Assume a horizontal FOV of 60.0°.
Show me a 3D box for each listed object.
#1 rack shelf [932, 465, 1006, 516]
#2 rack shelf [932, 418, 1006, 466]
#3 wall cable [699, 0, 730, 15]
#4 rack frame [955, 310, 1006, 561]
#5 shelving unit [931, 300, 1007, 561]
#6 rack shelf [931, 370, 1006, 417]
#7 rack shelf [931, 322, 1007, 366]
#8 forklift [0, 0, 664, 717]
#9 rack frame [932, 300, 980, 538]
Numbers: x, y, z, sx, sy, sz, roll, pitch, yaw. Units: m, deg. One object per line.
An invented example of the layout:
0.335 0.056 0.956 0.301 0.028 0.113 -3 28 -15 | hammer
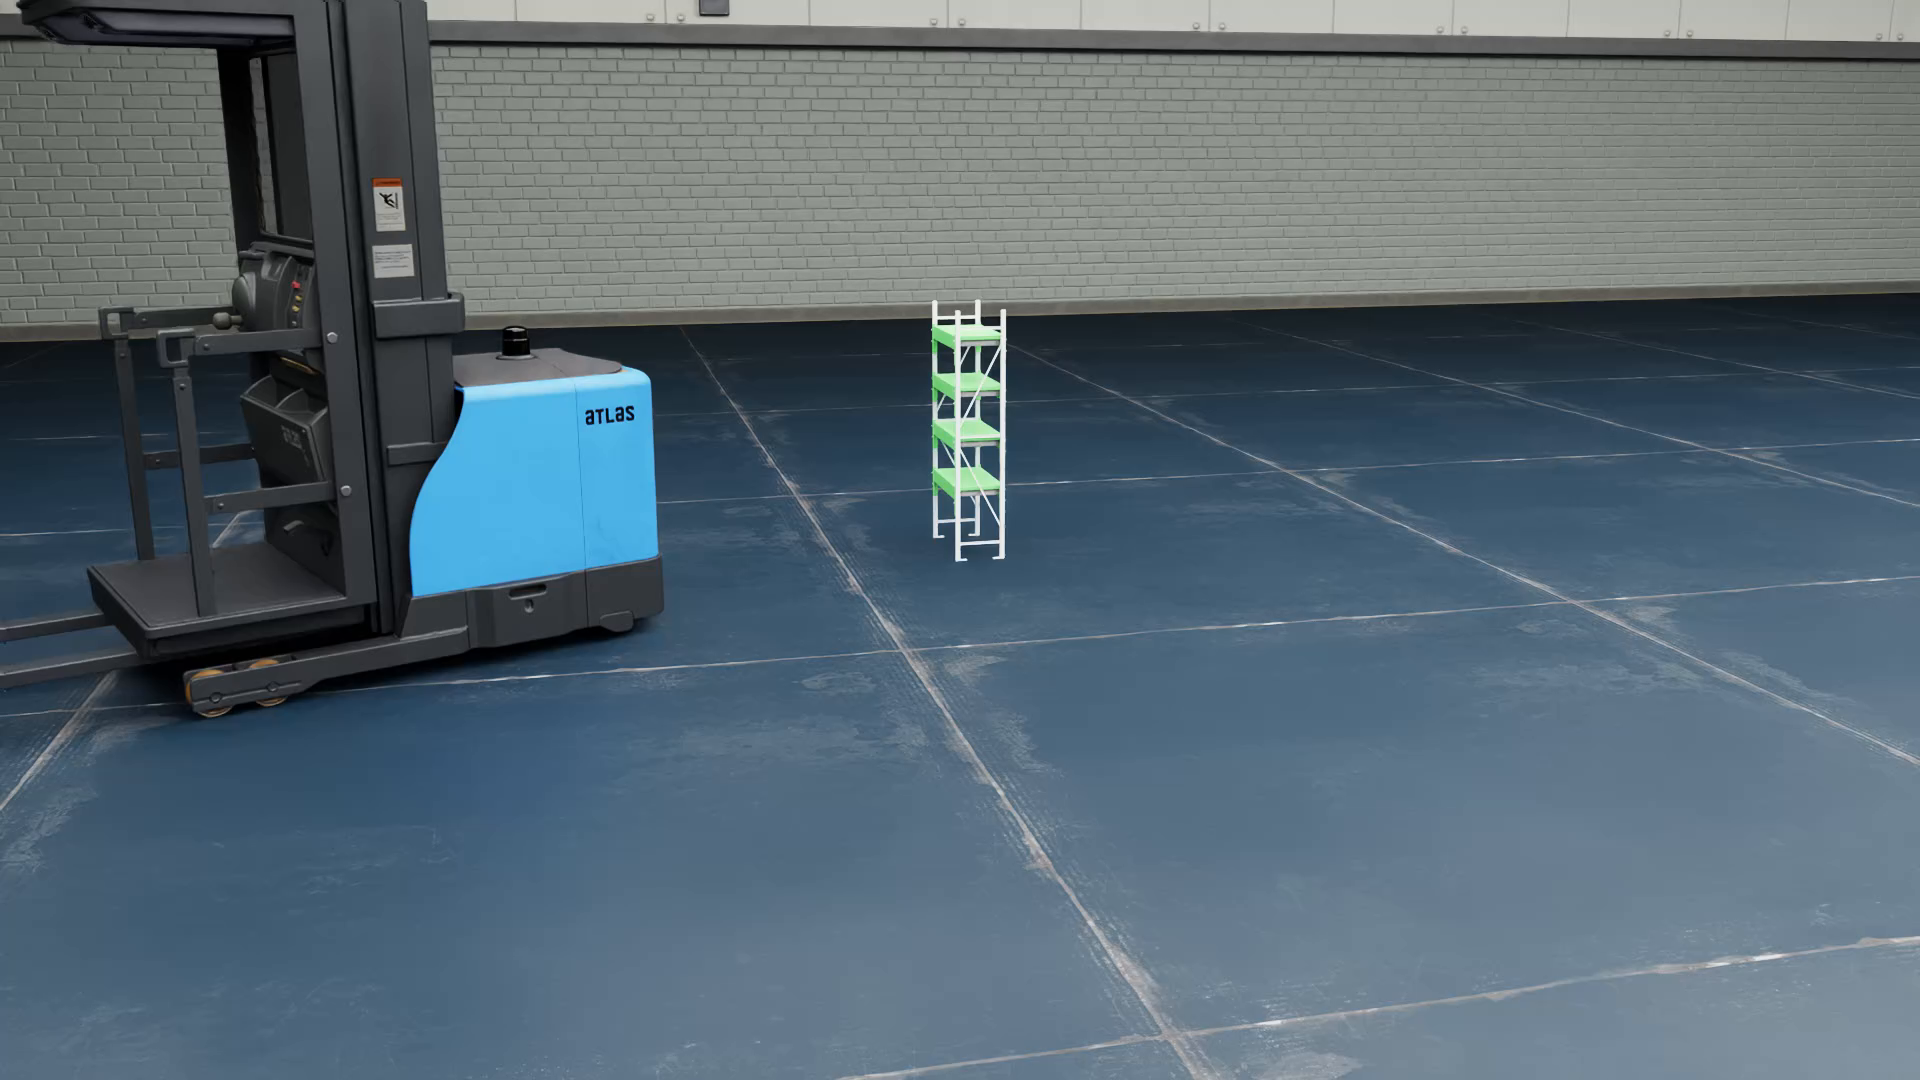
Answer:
0.039 -0.249 8.200 0.258 0.148 0.480 -3 14 -13 | rack shelf
0.039 -0.483 8.144 0.258 0.148 0.480 -3 14 -13 | rack shelf
-1.572 -8.419 16.761 2.305 6.003 0.169 -3 14 -13 | wall cable
0.096 -0.488 7.898 0.240 1.200 0.015 -3 14 -13 | rack frame
0.039 -0.545 8.128 0.258 1.200 0.503 -3 14 -13 | shelving unit
0.039 -0.716 8.087 0.258 0.148 0.480 -3 14 -13 | rack shelf
0.039 -0.949 8.030 0.258 0.148 0.480 -3 14 -13 | rack shelf
-2.718 -0.940 6.100 3.031 2.935 1.130 -10 17 -35 | forklift
-0.018 -0.601 8.359 0.240 1.200 0.015 -3 14 -13 | rack frame
